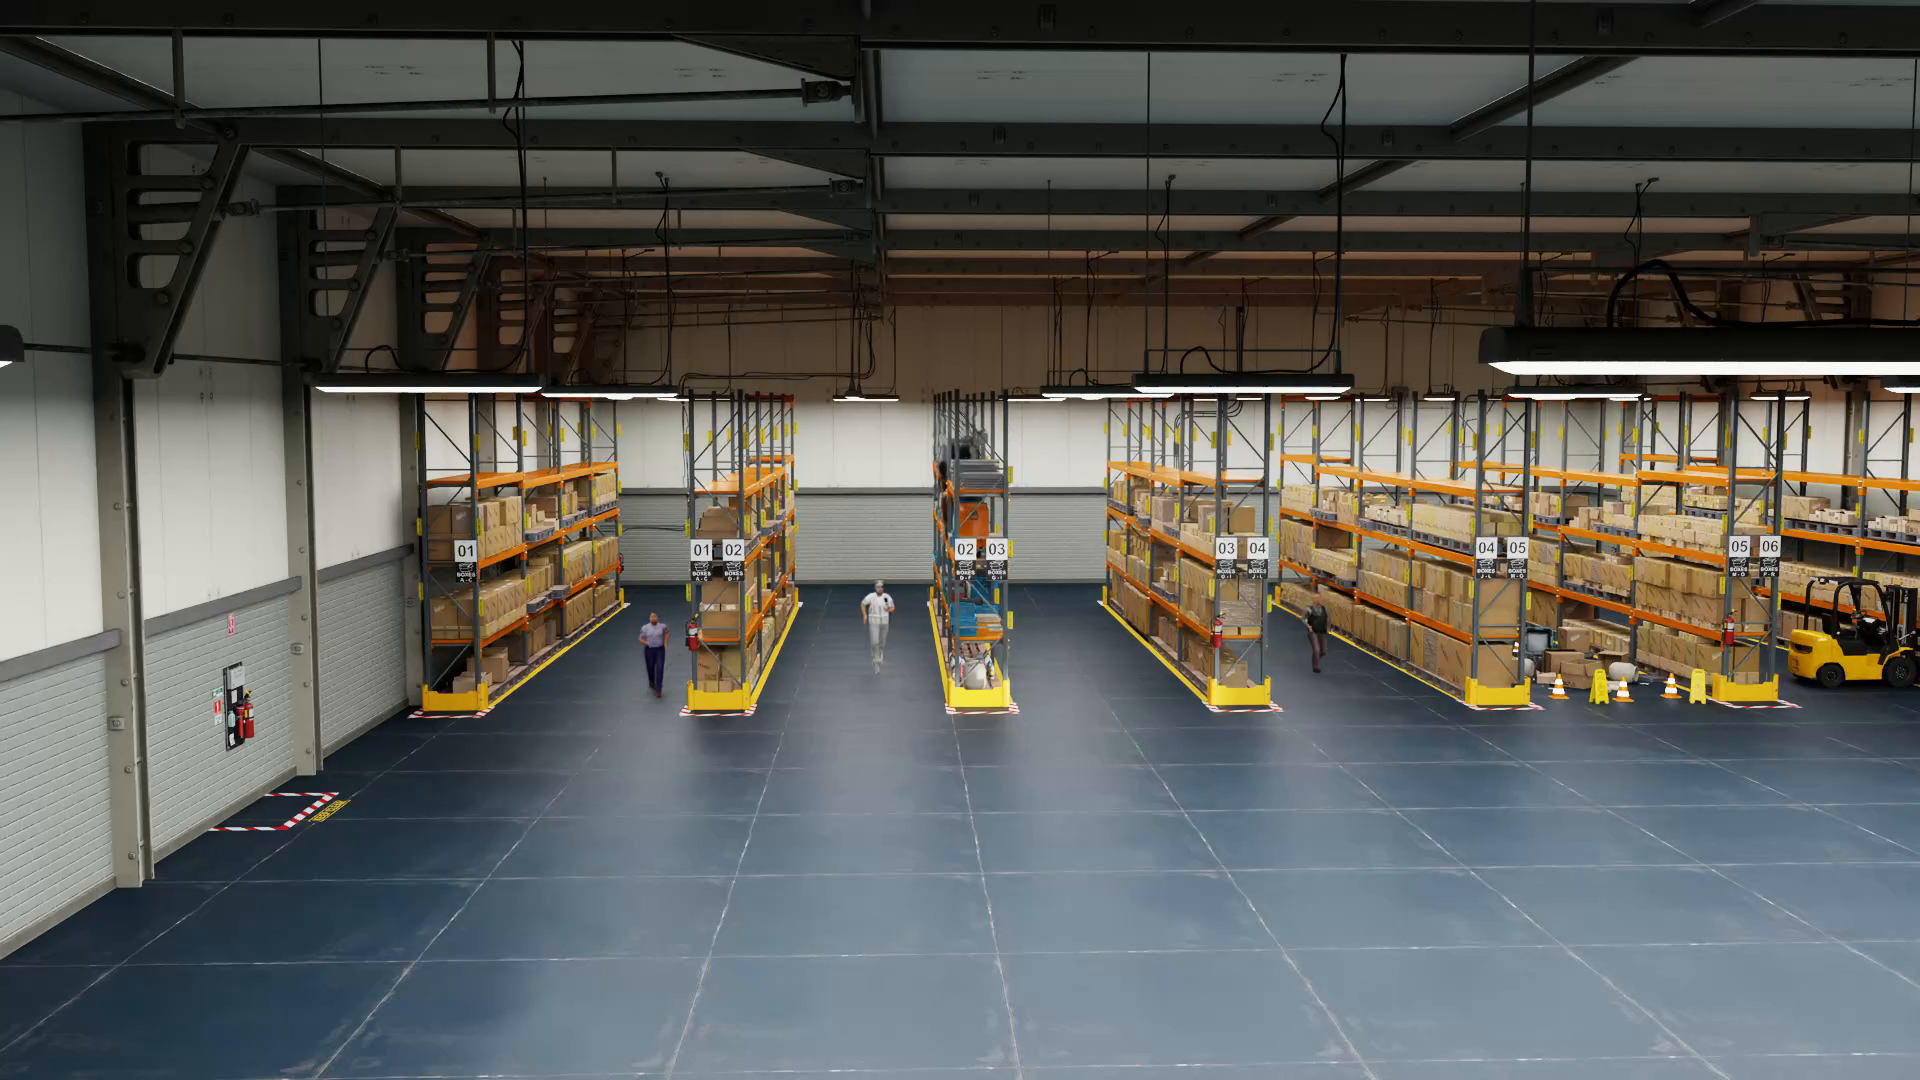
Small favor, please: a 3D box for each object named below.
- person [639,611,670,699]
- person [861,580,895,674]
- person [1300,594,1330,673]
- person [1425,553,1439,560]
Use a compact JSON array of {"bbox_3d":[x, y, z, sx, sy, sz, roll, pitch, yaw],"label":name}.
[{"bbox_3d":[-6.020,2.231,32.782,0.606,1.662,0.923,-1,5,-10],"label":"person"},{"bbox_3d":[-1.670,1.774,34.336,0.634,1.907,0.757,-2,5,-18],"label":"person"},{"bbox_3d":[7.610,1.987,35.561,0.660,1.674,0.626,-1,5,-10],"label":"person"},{"bbox_3d":[13.927,0.919,49.298,0.634,1.579,0.541,0,5,3],"label":"person"}]
